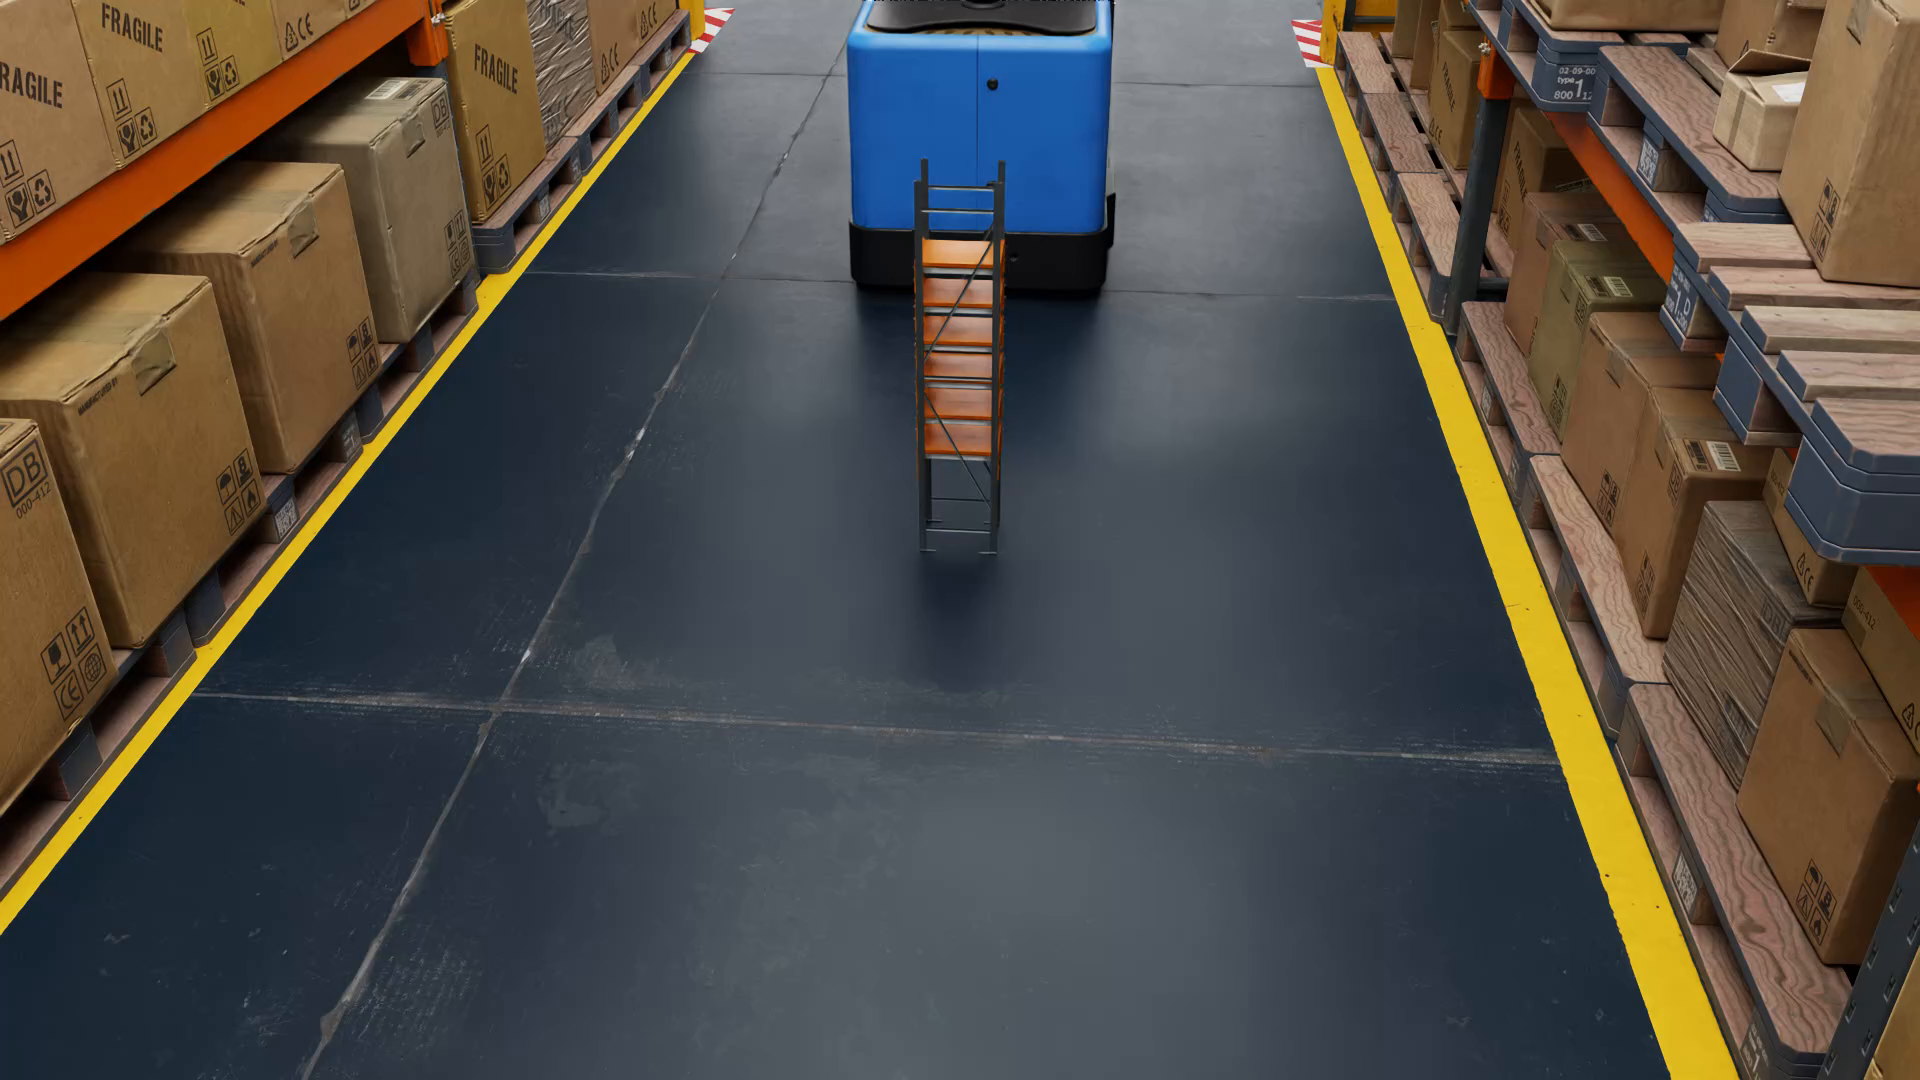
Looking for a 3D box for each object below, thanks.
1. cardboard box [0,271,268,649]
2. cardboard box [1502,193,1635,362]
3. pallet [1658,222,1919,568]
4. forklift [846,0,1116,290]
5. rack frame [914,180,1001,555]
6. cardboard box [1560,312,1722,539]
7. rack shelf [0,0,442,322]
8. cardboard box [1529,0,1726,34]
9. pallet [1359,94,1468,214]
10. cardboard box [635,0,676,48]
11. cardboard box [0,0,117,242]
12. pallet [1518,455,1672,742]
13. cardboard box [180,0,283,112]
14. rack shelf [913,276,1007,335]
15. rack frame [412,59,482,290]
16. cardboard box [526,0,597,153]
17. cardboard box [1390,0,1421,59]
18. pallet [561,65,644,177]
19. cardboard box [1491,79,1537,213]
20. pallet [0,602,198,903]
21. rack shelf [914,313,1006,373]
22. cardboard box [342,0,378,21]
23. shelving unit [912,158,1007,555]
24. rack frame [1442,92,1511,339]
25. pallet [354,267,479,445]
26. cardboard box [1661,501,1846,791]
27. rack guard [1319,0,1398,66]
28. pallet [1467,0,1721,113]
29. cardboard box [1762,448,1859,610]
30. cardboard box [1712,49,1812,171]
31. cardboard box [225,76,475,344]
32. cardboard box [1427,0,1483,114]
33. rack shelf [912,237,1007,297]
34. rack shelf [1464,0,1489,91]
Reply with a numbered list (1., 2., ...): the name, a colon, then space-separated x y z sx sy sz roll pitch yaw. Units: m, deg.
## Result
1. cardboard box: -2.636 -0.248 4.537 1.050 0.750 0.750 3 32 5
2. cardboard box: 2.346 -0.885 5.790 0.700 0.500 0.500 0 32 0
3. pallet: 2.044 -0.286 3.037 1.213 0.211 1.003 2 32 4
4. forklift: 0.162 -3.009 7.338 1.130 2.935 3.031 2 32 3
5. rack frame: -0.006 -0.471 4.870 0.240 1.200 0.006 2 32 4
6. cardboard box: 2.243 -0.344 4.912 0.700 0.500 0.500 0 32 0
7. rack shelf: -2.681 -0.994 4.690 1.077 0.370 4.000 2 32 4
8. cardboard box: 2.213 -2.106 4.837 1.000 1.000 1.000 3 32 4
9. pallet: 2.534 -1.887 8.111 1.003 0.211 1.213 2 32 4
10. cardboard box: -2.181 -3.355 9.460 0.875 0.875 0.875 3 32 4
11. cardboard box: -2.458 -1.050 4.000 0.500 0.500 0.500 2 32 4
12. pallet: 2.259 0.152 4.802 1.003 0.211 1.213 2 32 4
13. cardboard box: -2.376 -1.576 4.853 0.500 0.500 0.500 3 32 5
14. rack shelf: 0.001 -0.685 4.845 0.258 0.103 0.180 2 32 4
15. rack frame: -2.518 -2.346 6.198 1.000 3.000 0.127 2 32 4
16. cardboard box: -2.327 -2.418 7.940 0.875 0.875 0.875 3 32 4
17. cardboard box: 2.676 -2.962 9.180 0.500 0.500 0.500 8 33 13
18. pallet: -2.281 -2.193 8.608 1.003 0.211 1.213 2 32 4
19. cardboard box: 2.529 -1.704 7.138 0.500 0.500 0.500 13 34 19
20. pallet: -2.704 0.523 4.200 1.003 0.211 1.213 2 32 4
21. rack shelf: 0.001 -0.583 4.908 0.258 0.103 0.180 2 32 4
22. cardboard box: -2.294 -2.105 5.711 0.500 0.500 0.500 2 32 4
23. shelving unit: 0.001 -0.518 4.947 0.258 1.200 0.189 2 32 4
24. rack frame: 2.417 -2.082 5.769 1.000 3.000 0.127 2 32 4
25. pallet: -2.506 -0.753 6.270 1.003 0.211 1.213 2 32 4
26. cardboard box: 2.159 0.245 3.957 0.700 0.500 0.500 0 32 0
27. rack guard: 2.737 -3.069 9.754 1.175 0.500 0.348 2 32 4
28. pallet: 2.210 -1.607 5.181 1.003 0.211 1.213 2 32 4
29. cardboard box: 2.150 -0.062 3.740 0.500 0.250 0.500 6 32 10
30. cardboard box: 1.958 -0.995 3.734 0.396 0.266 0.258 2 32 3
31. cardboard box: -2.479 -1.239 6.146 1.050 0.750 0.750 2 32 4
32. cardboard box: 2.591 -2.322 8.140 0.500 0.500 0.500 5 32 9
33. rack shelf: 0.001 -0.787 4.782 0.258 0.103 0.180 2 32 4
34. rack shelf: 2.580 -2.821 7.655 1.077 0.370 4.000 2 32 4
